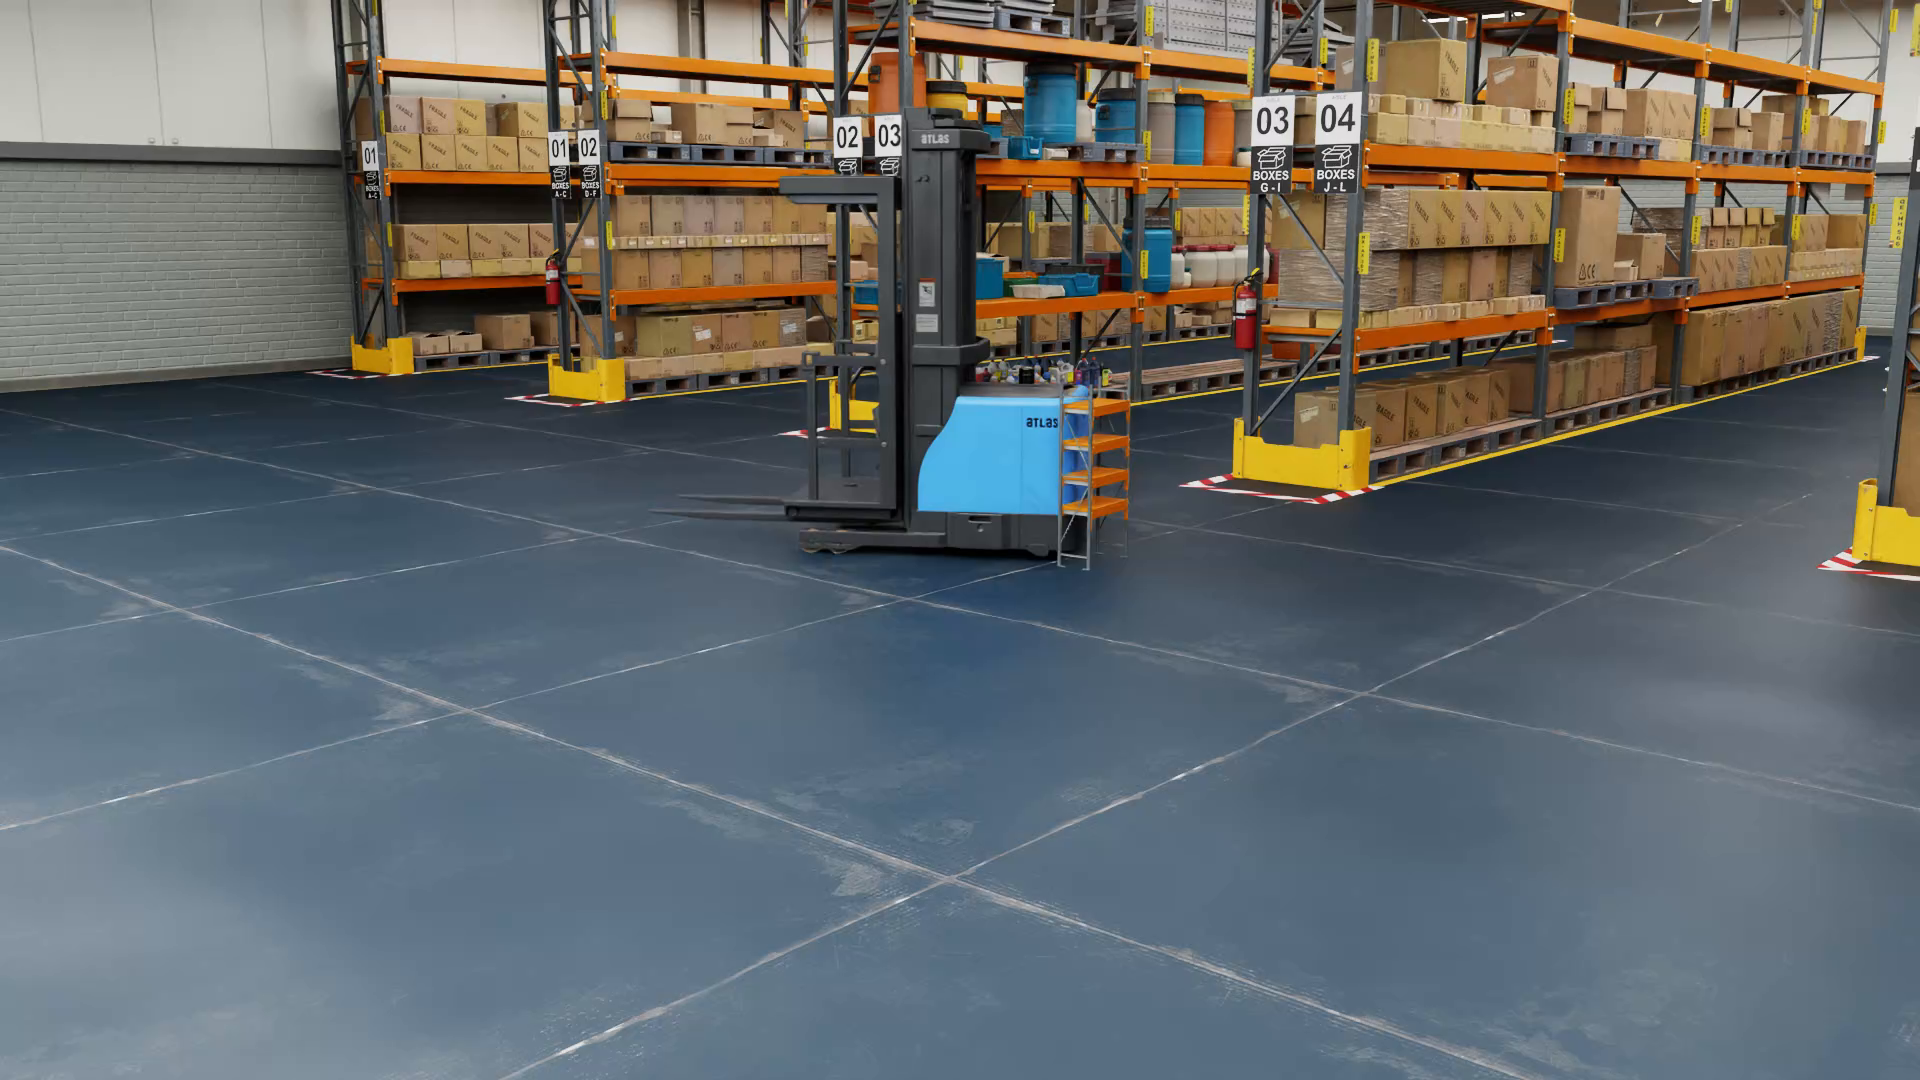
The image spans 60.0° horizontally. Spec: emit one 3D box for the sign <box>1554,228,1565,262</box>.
[{"bbox_3d":[5.900,-2.903,16.377,0.100,0.325,0.005,10,15,40],"label":"sign"}]

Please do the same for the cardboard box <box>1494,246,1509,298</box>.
[{"bbox_3d":[4.788,-2.615,16.132,0.875,0.500,0.500,10,15,40],"label":"cardboard box"}]

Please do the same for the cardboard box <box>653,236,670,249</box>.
[{"bbox_3d":[-3.833,-3.713,20.732,0.380,0.149,0.250,10,15,41],"label":"cardboard box"}]

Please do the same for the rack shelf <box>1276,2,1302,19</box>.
[{"bbox_3d":[4.650,-9.519,29.747,1.077,0.370,4.000,10,15,40],"label":"rack shelf"}]

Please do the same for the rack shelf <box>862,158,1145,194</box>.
[{"bbox_3d":[0.447,-4.012,18.317,1.077,0.370,4.000,10,15,40],"label":"rack shelf"}]

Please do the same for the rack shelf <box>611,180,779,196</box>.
[{"bbox_3d":[-4.355,-5.881,27.677,1.077,0.370,4.000,10,15,40],"label":"rack shelf"}]

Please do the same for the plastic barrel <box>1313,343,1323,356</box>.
[{"bbox_3d":[5.023,-2.931,24.008,0.421,0.512,0.421,0,11,0],"label":"plastic barrel"}]

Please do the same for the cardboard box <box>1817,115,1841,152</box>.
[{"bbox_3d":[12.050,-5.760,23.648,0.700,0.500,0.500,11,15,43],"label":"cardboard box"}]

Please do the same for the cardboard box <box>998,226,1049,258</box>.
[{"bbox_3d":[1.020,-4.780,26.656,0.700,0.500,0.500,4,12,21],"label":"cardboard box"}]

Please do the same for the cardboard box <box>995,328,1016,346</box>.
[{"bbox_3d":[0.525,-3.166,25.852,0.500,0.250,0.500,10,15,42],"label":"cardboard box"}]

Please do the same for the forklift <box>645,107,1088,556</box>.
[{"bbox_3d":[-0.649,-1.441,11.441,3.031,2.935,1.130,2,11,9],"label":"forklift"}]

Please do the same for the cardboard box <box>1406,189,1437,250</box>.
[{"bbox_3d":[3.750,-2.763,14.317,0.500,0.500,0.500,10,15,40],"label":"cardboard box"}]

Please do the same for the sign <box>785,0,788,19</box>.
[{"bbox_3d":[-2.367,-7.336,22.879,0.100,0.325,0.005,10,15,40],"label":"sign"}]

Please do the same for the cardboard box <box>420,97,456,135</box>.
[{"bbox_3d":[-7.509,-5.993,23.540,0.500,0.500,0.500,10,15,40],"label":"cardboard box"}]

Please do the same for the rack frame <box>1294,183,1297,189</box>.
[{"bbox_3d":[5.970,-5.594,32.063,1.000,3.000,0.127,10,15,40],"label":"rack frame"}]

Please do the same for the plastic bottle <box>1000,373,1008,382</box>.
[{"bbox_3d":[0.514,-1.839,19.284,0.097,0.201,0.097,0,11,0],"label":"plastic bottle"}]

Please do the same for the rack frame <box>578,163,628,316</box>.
[{"bbox_3d":[-5.675,-4.469,26.427,1.000,3.000,0.127,10,15,40],"label":"rack frame"}]

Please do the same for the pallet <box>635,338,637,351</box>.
[{"bbox_3d":[-5.162,-3.216,27.275,1.003,0.211,1.213,10,15,40],"label":"pallet"}]

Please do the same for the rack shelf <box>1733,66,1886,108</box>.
[{"bbox_3d":[12.089,-6.412,23.696,1.077,0.370,4.000,10,15,40],"label":"rack shelf"}]

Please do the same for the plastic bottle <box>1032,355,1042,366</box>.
[{"bbox_3d":[0.923,-2.040,19.904,0.144,0.351,0.185,10,15,42],"label":"plastic bottle"}]

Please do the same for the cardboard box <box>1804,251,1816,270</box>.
[{"bbox_3d":[11.607,-3.905,23.226,0.500,0.250,0.500,10,15,40],"label":"cardboard box"}]

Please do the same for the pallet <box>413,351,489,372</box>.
[{"bbox_3d":[-7.702,-2.639,24.385,1.003,0.211,1.213,10,15,40],"label":"pallet"}]

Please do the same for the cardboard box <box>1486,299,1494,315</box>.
[{"bbox_3d":[4.839,-2.219,15.805,0.380,0.149,0.250,10,15,40],"label":"cardboard box"}]

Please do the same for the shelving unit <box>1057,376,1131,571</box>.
[{"bbox_3d":[0.878,-0.443,10.866,0.258,1.200,0.503,8,14,34],"label":"shelving unit"}]

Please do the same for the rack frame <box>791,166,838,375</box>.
[{"bbox_3d":[-1.951,-3.829,23.223,1.000,3.000,0.127,10,15,40],"label":"rack frame"}]

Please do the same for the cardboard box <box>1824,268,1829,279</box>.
[{"bbox_3d":[12.241,-3.831,23.877,0.380,0.149,0.250,9,15,39],"label":"cardboard box"}]

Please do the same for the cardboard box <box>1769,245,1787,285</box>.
[{"bbox_3d":[10.665,-3.670,22.170,0.500,0.500,0.500,10,15,41],"label":"cardboard box"}]

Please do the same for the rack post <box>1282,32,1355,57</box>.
[{"bbox_3d":[4.855,-6.793,22.941,0.954,0.300,0.937,10,15,40],"label":"rack post"}]

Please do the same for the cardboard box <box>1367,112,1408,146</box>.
[{"bbox_3d":[3.359,-3.394,13.770,0.500,0.250,0.500,10,15,42],"label":"cardboard box"}]

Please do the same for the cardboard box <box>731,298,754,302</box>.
[{"bbox_3d":[-3.894,-4.227,28.558,0.500,0.250,0.500,10,15,41],"label":"cardboard box"}]

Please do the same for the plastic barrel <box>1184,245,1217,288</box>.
[{"bbox_3d":[3.048,-3.475,21.104,0.433,0.535,0.433,0,11,0],"label":"plastic barrel"}]

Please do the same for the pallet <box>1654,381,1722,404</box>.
[{"bbox_3d":[8.705,-1.875,20.559,1.003,0.211,1.213,10,15,40],"label":"pallet"}]

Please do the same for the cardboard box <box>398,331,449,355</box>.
[{"bbox_3d":[-7.791,-2.868,24.152,0.500,0.311,0.500,8,14,34],"label":"cardboard box"}]

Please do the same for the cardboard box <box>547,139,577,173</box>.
[{"bbox_3d":[-6.166,-5.820,25.225,0.500,0.500,0.500,8,14,36],"label":"cardboard box"}]

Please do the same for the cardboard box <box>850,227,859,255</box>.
[{"bbox_3d":[-2.169,-5.376,29.905,0.500,0.500,0.500,10,15,42],"label":"cardboard box"}]

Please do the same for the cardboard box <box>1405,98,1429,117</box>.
[{"bbox_3d":[3.754,-3.672,14.145,0.380,0.149,0.250,11,15,43],"label":"cardboard box"}]

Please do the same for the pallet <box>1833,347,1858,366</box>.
[{"bbox_3d":[12.940,-2.818,25.281,1.003,0.211,1.213,10,15,40],"label":"pallet"}]

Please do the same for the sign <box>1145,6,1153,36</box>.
[{"bbox_3d":[2.173,-5.955,19.083,0.100,0.325,0.005,10,15,40],"label":"sign"}]

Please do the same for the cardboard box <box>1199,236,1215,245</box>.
[{"bbox_3d":[4.206,-5.170,29.685,0.500,0.500,0.500,10,15,41],"label":"cardboard box"}]

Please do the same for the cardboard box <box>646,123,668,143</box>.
[{"bbox_3d":[-4.030,-5.116,20.962,0.500,0.250,0.500,10,15,40],"label":"cardboard box"}]

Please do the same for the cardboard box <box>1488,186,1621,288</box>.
[{"bbox_3d":[6.117,-3.147,17.203,1.000,1.000,1.000,10,15,41],"label":"cardboard box"}]

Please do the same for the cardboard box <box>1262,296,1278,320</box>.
[{"bbox_3d":[5.796,-4.473,31.704,0.500,0.500,0.500,10,15,40],"label":"cardboard box"}]

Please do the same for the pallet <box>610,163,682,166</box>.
[{"bbox_3d":[-5.187,-5.925,26.537,1.213,0.211,1.003,10,15,40],"label":"pallet"}]

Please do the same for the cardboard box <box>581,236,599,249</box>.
[{"bbox_3d":[-4.483,-3.688,20.608,0.380,0.149,0.250,9,15,39],"label":"cardboard box"}]

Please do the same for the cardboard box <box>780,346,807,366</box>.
[{"bbox_3d":[-2.431,-2.518,22.606,0.500,0.250,0.500,10,15,40],"label":"cardboard box"}]

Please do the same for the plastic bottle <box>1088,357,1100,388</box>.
[{"bbox_3d":[1.559,-1.973,19.569,0.144,0.351,0.185,9,15,39],"label":"plastic bottle"}]

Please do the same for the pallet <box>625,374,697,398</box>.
[{"bbox_3d":[-4.118,-1.991,21.140,1.003,0.211,1.213,10,15,40],"label":"pallet"}]

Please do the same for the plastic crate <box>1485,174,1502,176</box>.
[{"bbox_3d":[8.511,-5.959,26.903,0.437,0.136,0.530,10,15,40],"label":"plastic crate"}]

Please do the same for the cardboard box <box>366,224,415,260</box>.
[{"bbox_3d":[-8.164,-4.281,23.905,0.500,0.500,0.500,10,15,40],"label":"cardboard box"}]

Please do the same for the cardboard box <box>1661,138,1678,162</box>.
[{"bbox_3d":[7.681,-4.357,18.592,0.500,0.250,0.500,10,15,40],"label":"cardboard box"}]

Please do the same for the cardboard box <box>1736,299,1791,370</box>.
[{"bbox_3d":[10.361,-2.792,22.383,1.225,0.875,0.875,10,15,41],"label":"cardboard box"}]

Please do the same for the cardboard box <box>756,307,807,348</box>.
[{"bbox_3d":[-2.432,-2.886,22.534,0.500,0.500,0.500,10,15,40],"label":"cardboard box"}]
